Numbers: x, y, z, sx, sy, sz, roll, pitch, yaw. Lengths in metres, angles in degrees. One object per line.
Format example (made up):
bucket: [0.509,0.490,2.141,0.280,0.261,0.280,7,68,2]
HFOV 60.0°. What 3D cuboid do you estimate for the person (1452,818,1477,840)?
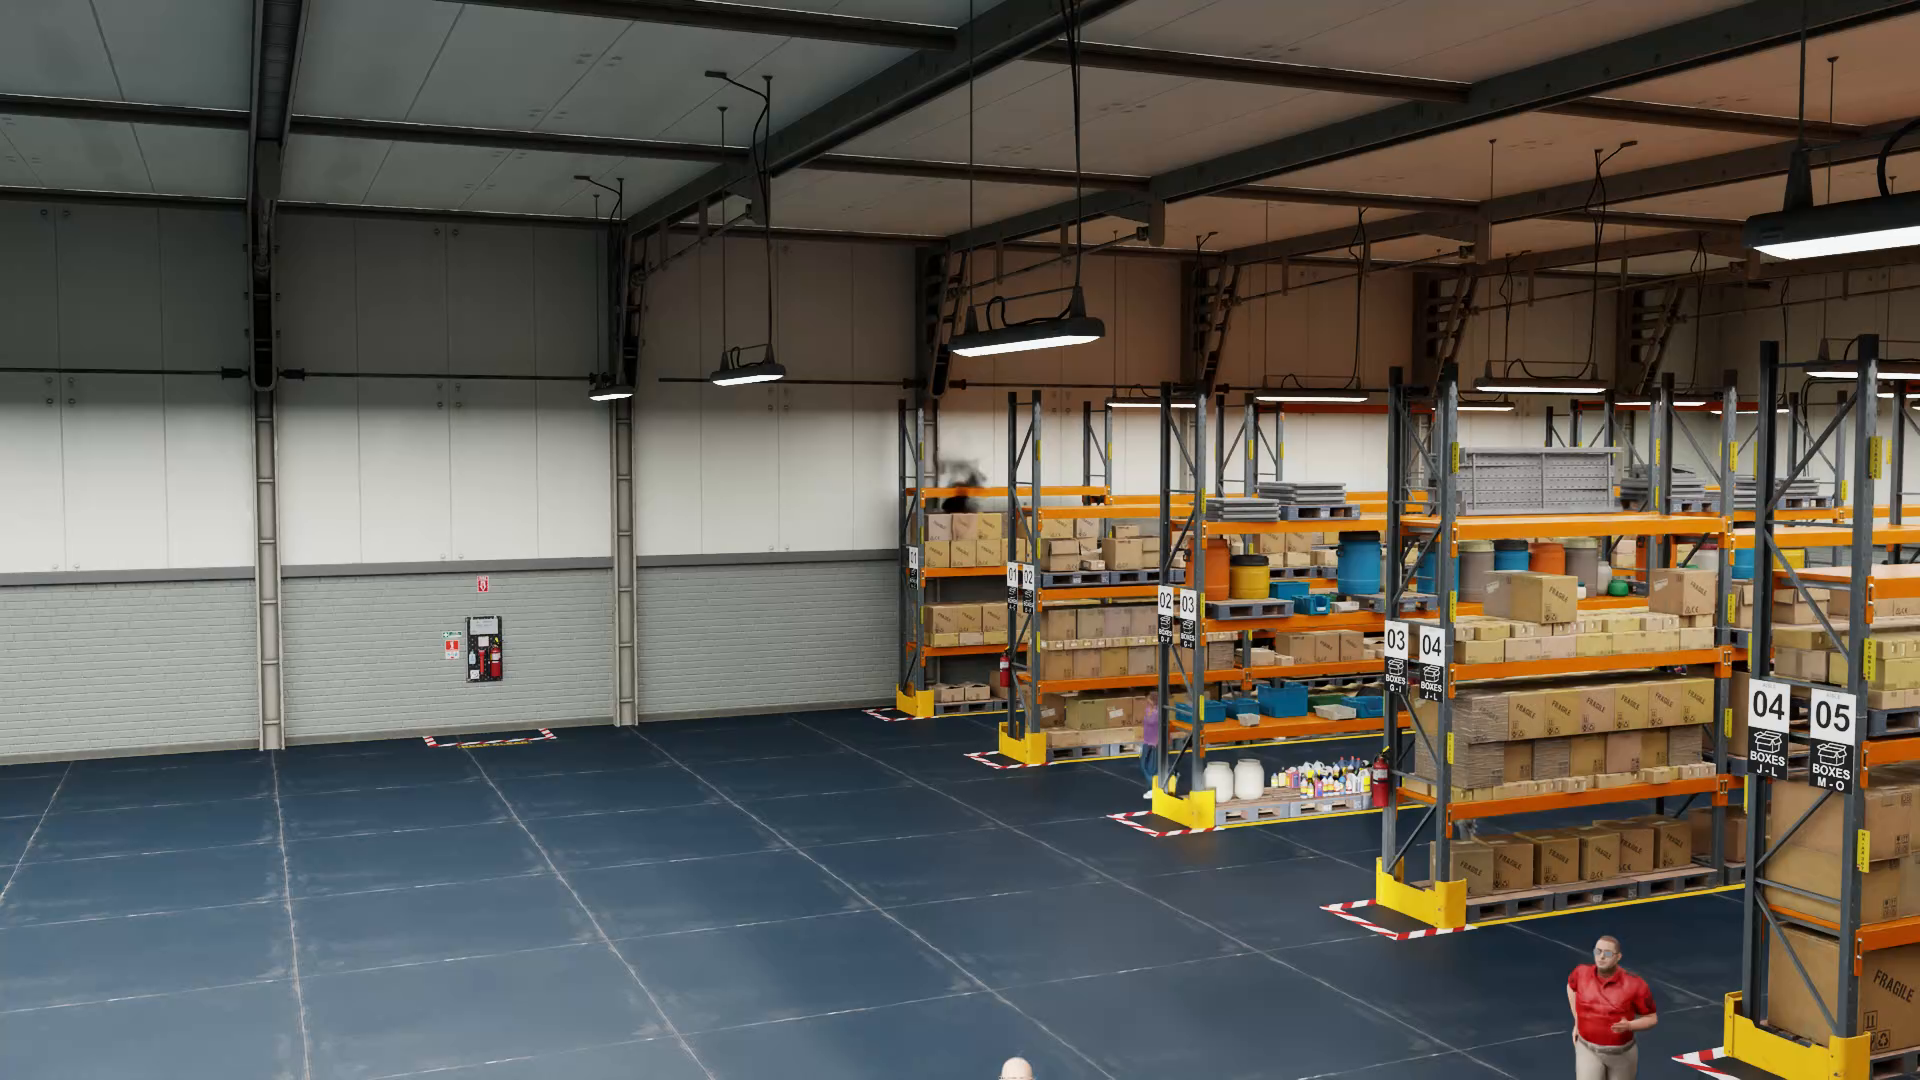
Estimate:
person: [6.326,3.179,20.755,0.556,1.539,0.549,-3,4,-39]

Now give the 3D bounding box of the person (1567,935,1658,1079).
person: [4.526,3.648,11.601,0.624,1.803,0.774,2,4,27]

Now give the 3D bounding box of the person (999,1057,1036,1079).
person: [0.297,3.739,9.092,0.674,1.848,0.861,0,3,3]

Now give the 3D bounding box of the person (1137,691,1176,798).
person: [2.879,2.982,24.236,0.575,1.541,0.563,-2,4,-32]
